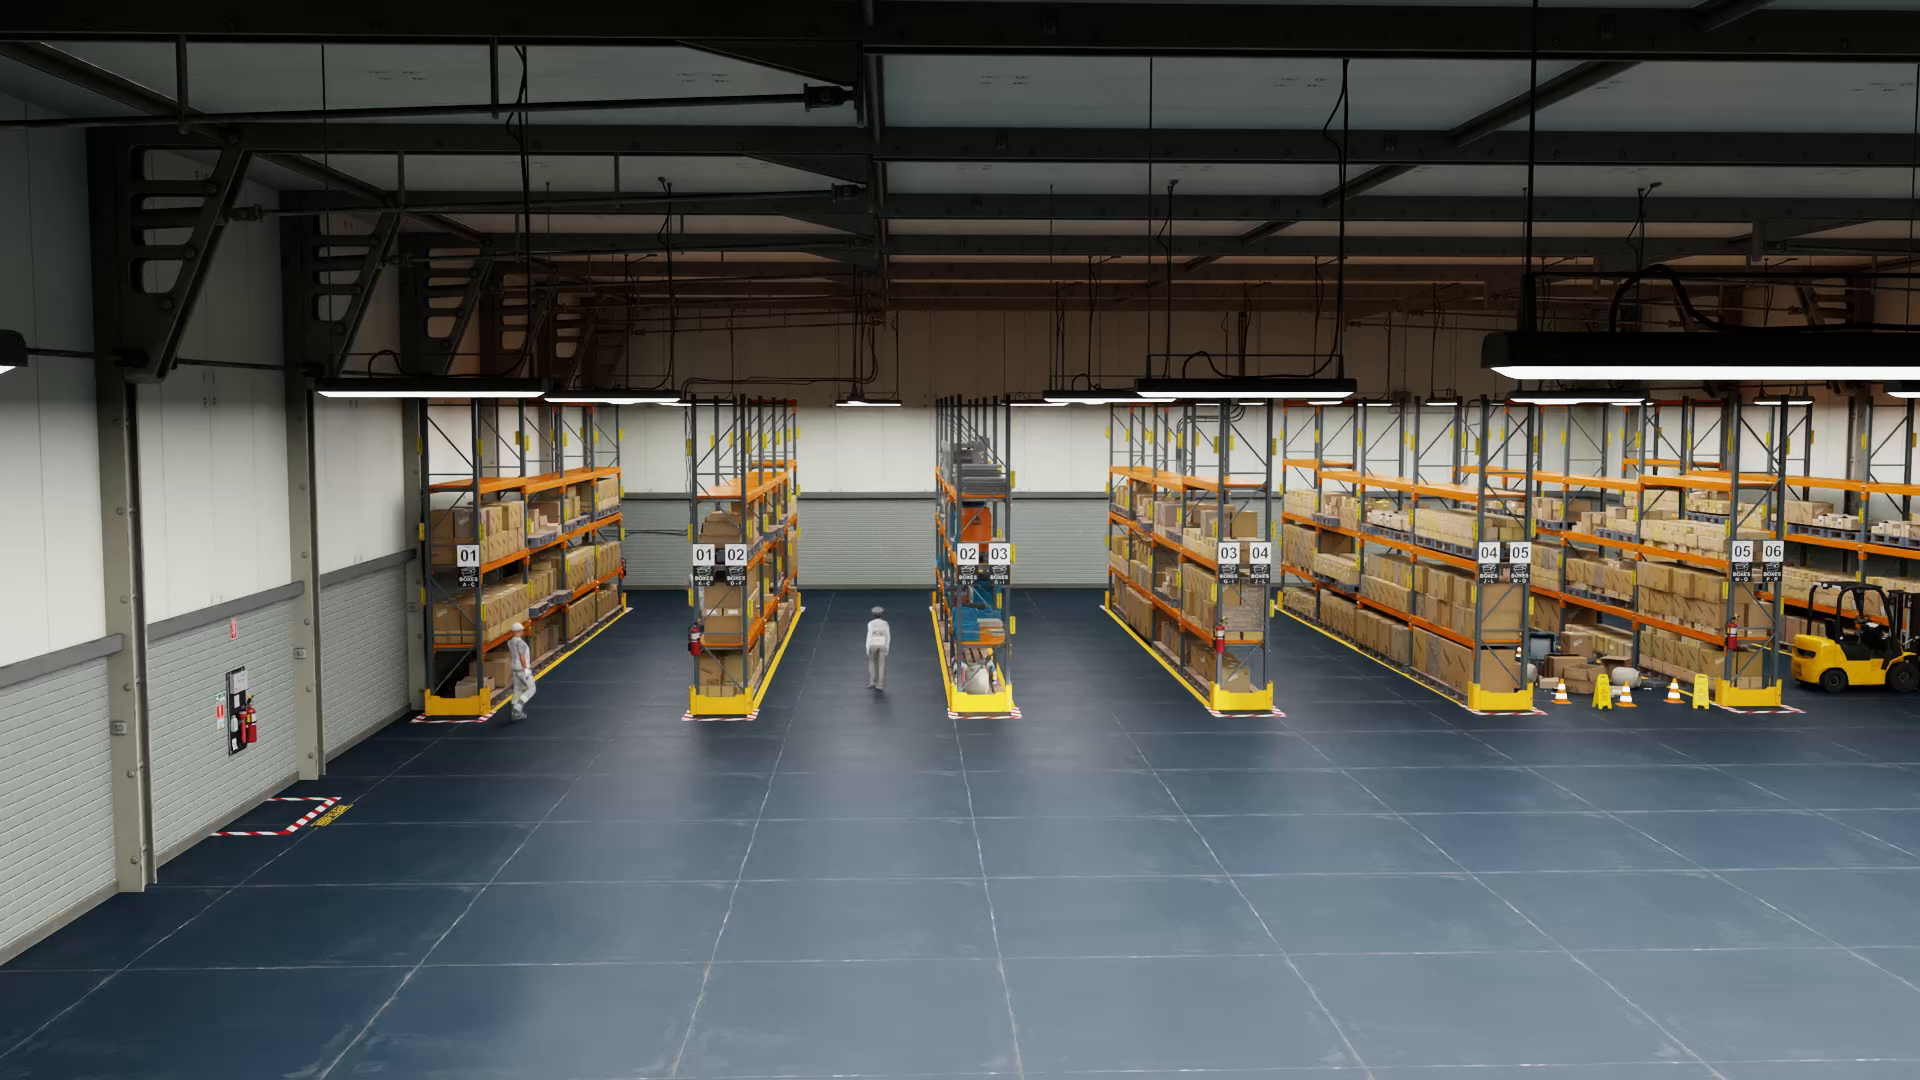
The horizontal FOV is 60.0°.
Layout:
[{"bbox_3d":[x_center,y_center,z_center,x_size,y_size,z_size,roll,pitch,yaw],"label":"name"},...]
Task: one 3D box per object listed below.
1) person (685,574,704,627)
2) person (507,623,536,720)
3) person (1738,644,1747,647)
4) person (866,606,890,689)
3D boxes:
[{"bbox_3d":[-6.843,1.456,43.612,0.670,1.681,0.649,1,5,6],"label":"person"},{"bbox_3d":[-8.155,2.416,30.676,0.680,1.768,0.475,4,6,44],"label":"person"},{"bbox_3d":[16.874,2.087,35.989,0.443,1.715,0.595,0,5,-6],"label":"person"},{"bbox_3d":[-1.675,2.229,34.027,0.521,1.733,0.591,-1,5,-13],"label":"person"}]
